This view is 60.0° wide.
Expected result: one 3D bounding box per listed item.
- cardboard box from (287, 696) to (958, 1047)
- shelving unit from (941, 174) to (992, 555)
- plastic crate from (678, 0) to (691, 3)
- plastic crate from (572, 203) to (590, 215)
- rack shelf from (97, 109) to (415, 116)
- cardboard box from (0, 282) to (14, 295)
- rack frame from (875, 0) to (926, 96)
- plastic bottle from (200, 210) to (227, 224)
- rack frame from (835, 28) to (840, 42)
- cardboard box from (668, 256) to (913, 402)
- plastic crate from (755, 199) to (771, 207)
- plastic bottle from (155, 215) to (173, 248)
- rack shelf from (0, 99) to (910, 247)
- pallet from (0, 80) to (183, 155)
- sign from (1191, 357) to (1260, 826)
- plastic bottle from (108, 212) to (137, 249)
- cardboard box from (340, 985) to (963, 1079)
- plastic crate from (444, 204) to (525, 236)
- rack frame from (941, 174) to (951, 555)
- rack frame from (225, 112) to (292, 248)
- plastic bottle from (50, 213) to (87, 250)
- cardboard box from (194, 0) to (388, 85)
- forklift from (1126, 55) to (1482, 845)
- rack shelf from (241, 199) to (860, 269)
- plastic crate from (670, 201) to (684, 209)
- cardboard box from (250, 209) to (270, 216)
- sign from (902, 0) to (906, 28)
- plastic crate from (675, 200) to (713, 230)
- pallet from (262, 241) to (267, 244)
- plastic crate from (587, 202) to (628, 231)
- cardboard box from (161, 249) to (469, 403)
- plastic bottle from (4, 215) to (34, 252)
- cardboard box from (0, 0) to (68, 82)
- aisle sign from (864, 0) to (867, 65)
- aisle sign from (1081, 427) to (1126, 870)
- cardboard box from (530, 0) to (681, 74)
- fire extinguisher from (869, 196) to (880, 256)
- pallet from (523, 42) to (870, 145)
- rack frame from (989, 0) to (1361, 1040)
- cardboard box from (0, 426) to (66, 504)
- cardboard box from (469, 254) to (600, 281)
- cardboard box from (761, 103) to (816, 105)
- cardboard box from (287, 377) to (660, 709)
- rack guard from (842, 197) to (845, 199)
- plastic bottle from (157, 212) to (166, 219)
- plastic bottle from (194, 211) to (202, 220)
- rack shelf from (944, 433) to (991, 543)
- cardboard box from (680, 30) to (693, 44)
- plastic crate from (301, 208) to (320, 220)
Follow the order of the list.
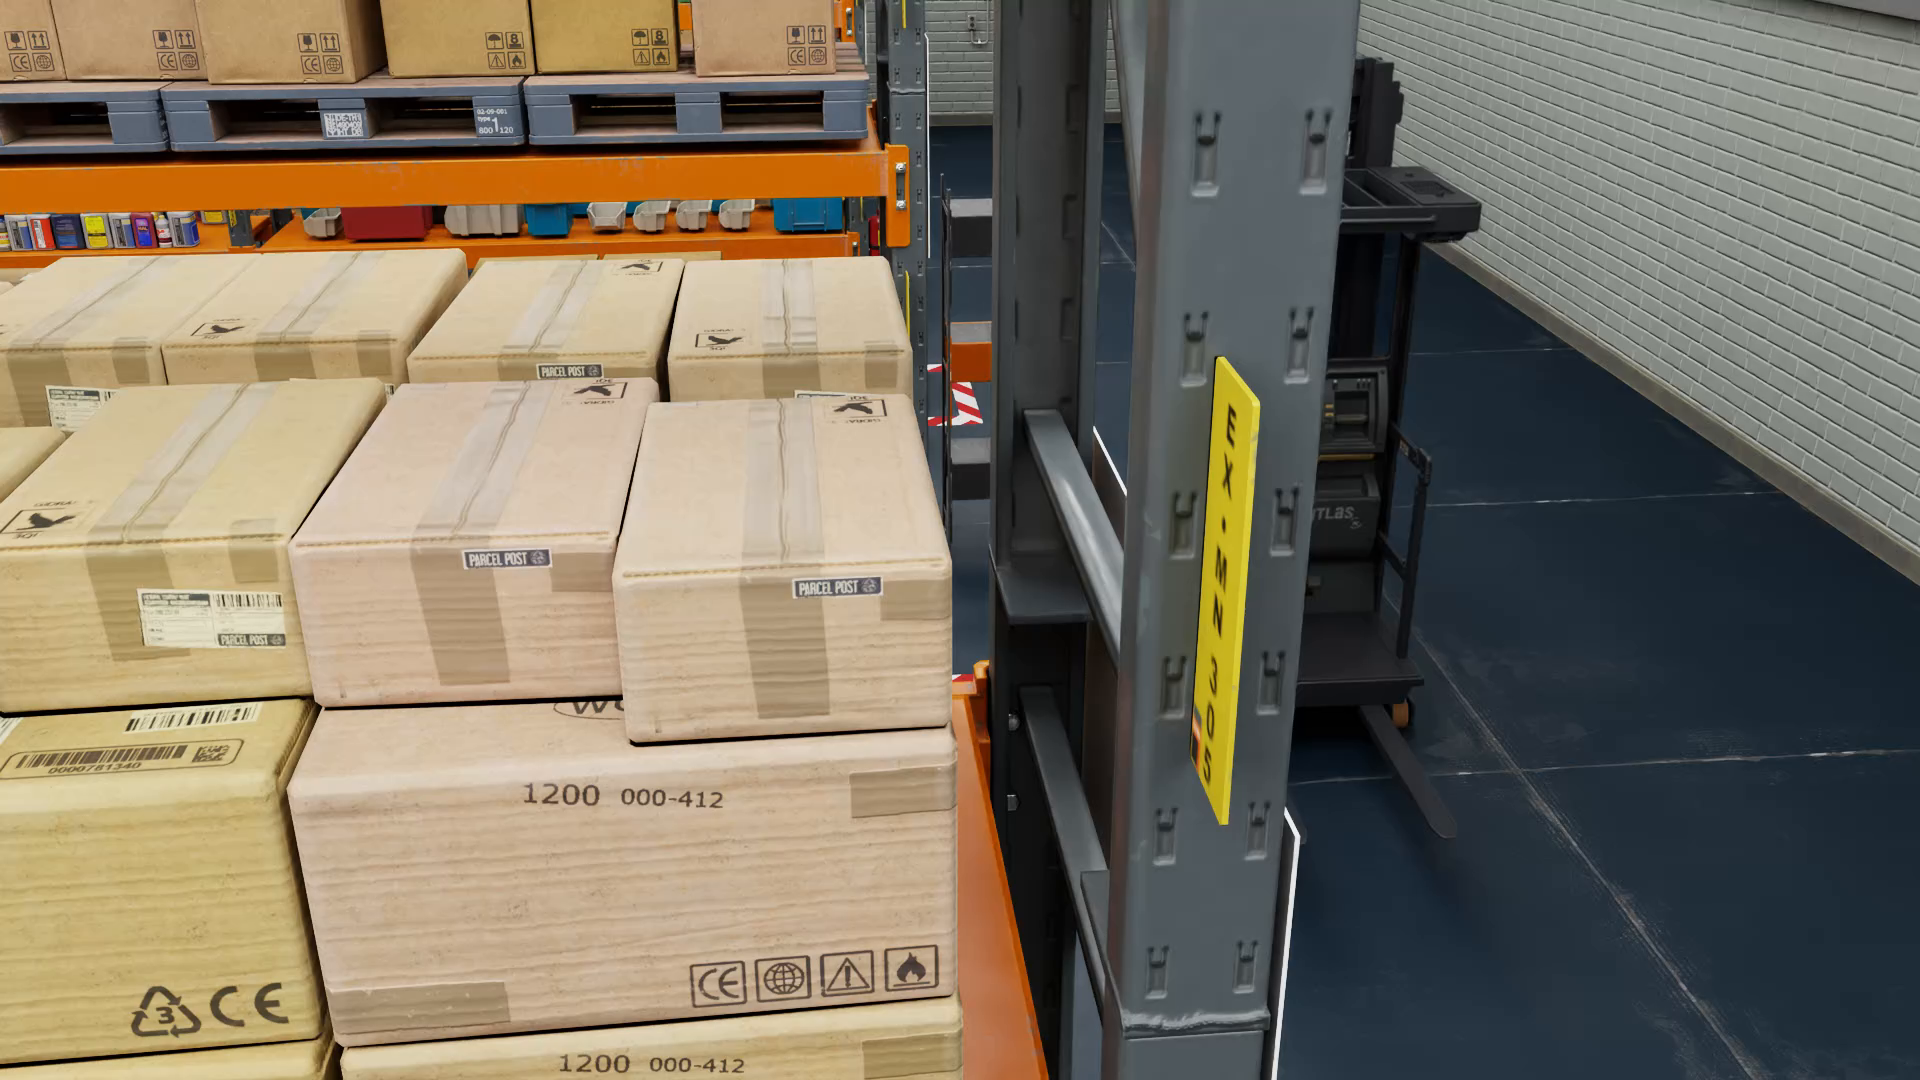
[{"bbox_3d":[-0.281,0.181,1.527,0.500,0.250,0.500,-3,24,-7],"label":"cardboard box"},{"bbox_3d":[0.165,-0.966,9.338,0.503,2.100,0.431,-2,24,-5],"label":"shelving unit"},{"bbox_3d":[-1.675,-3.540,10.589,0.336,0.188,0.450,-2,24,-5],"label":"plastic crate"},{"bbox_3d":[-2.609,-2.430,11.657,0.300,0.233,0.416,-2,24,-5],"label":"plastic crate"},{"bbox_3d":[-7.176,-3.855,15.615,4.000,0.370,1.077,-2,24,-5],"label":"rack shelf"},{"bbox_3d":[-1.213,-0.155,1.792,0.250,0.149,0.380,-2,24,-4],"label":"cardboard box"},{"bbox_3d":[-0.235,-3.160,5.781,0.127,3.000,1.000,-2,24,-5],"label":"rack frame"},{"bbox_3d":[-5.125,-2.354,11.414,0.185,0.351,0.144,-2,24,-5],"label":"plastic bottle"},{"bbox_3d":[-1.205,-4.423,16.008,0.127,3.000,1.000,-2,24,-5],"label":"rack frame"},{"bbox_3d":[-0.193,-0.202,1.897,0.250,0.149,0.380,-2,24,-6],"label":"cardboard box"},{"bbox_3d":[-1.327,-2.472,11.869,0.298,0.136,0.250,-2,24,-5],"label":"plastic crate"},{"bbox_3d":[-5.175,-2.008,10.820,0.097,0.201,0.097,0,24,0],"label":"plastic bottle"},{"bbox_3d":[-2.225,-1.381,6.357,4.000,0.370,1.077,-2,24,-5],"label":"rack shelf"},{"bbox_3d":[-3.400,-1.618,6.113,1.213,0.211,1.003,-2,24,-5],"label":"pallet"},{"bbox_3d":[0.187,0.040,1.184,0.005,0.325,0.100,-2,24,-5],"label":"sign"},{"bbox_3d":[-5.426,-2.044,10.807,0.135,0.276,0.152,-2,24,-5],"label":"plastic bottle"},{"bbox_3d":[-0.275,0.413,1.620,0.500,0.250,0.500,-3,24,-6],"label":"cardboard box"},{"bbox_3d":[-3.165,-2.221,11.126,0.530,0.282,0.437,-2,24,-5],"label":"plastic crate"},{"bbox_3d":[-0.078,-0.956,9.316,0.015,2.100,0.400,-2,24,-5],"label":"rack frame"},{"bbox_3d":[-4.702,-2.261,11.144,0.127,3.000,1.000,-2,24,-5],"label":"rack frame"},{"bbox_3d":[-5.769,-2.062,10.757,0.185,0.351,0.144,-2,24,-5],"label":"plastic bottle"},{"bbox_3d":[-2.373,-1.952,5.992,0.500,0.500,0.700,-1,24,-3],"label":"cardboard box"},{"bbox_3d":[1.517,-0.566,7.414,1.130,2.935,3.031,-2,24,-4],"label":"forklift"},{"bbox_3d":[-2.712,-2.012,11.470,4.000,0.370,1.077,-2,24,-5],"label":"rack shelf"},{"bbox_3d":[-2.002,-2.445,11.808,0.298,0.136,0.250,-2,24,-5],"label":"plastic crate"},{"bbox_3d":[-6.640,-3.151,15.681,0.500,0.500,0.500,-2,24,-4],"label":"cardboard box"},{"bbox_3d":[-0.195,-1.938,5.732,0.005,0.325,0.100,-2,24,-5],"label":"sign"},{"bbox_3d":[-1.805,-2.216,11.294,0.243,0.136,0.396,-2,24,-5],"label":"plastic crate"},{"bbox_3d":[-5.991,-2.941,16.108,1.213,0.211,1.003,-2,24,-5],"label":"pallet"},{"bbox_3d":[-2.373,-2.176,11.203,0.250,0.136,0.298,-2,24,-5],"label":"plastic crate"},{"bbox_3d":[-0.725,-0.218,1.932,0.250,0.149,0.380,-2,24,-5],"label":"cardboard box"},{"bbox_3d":[-6.062,-2.018,10.750,0.135,0.276,0.152,-2,24,-5],"label":"plastic bottle"},{"bbox_3d":[-3.443,-1.969,6.030,0.500,0.500,0.700,-4,24,-8],"label":"cardboard box"},{"bbox_3d":[-0.621,-3.493,10.716,0.004,0.787,0.394,-2,24,-5],"label":"aisle sign"},{"bbox_3d":[0.195,0.278,2.231,0.004,0.787,0.394,-2,24,-5],"label":"aisle sign"},{"bbox_3d":[-1.319,-2.057,6.228,0.500,0.500,0.700,-3,24,-7],"label":"cardboard box"},{"bbox_3d":[-0.527,-2.037,11.195,0.183,0.674,0.296,-2,24,-5],"label":"fire extinguisher"},{"bbox_3d":[-0.972,-1.715,6.332,1.213,0.211,1.003,-2,24,-5],"label":"pallet"},{"bbox_3d":[0.152,-1.151,1.261,0.127,3.000,1.000,-2,24,-5],"label":"rack frame"},{"bbox_3d":[-0.912,0.044,1.342,0.250,0.149,0.380,-2,24,-4],"label":"cardboard box"},{"bbox_3d":[-1.752,-0.876,6.923,0.500,0.500,0.500,-3,24,-7],"label":"cardboard box"},{"bbox_3d":[-1.624,-4.341,15.700,0.500,0.500,0.500,-2,24,-4],"label":"cardboard box"},{"bbox_3d":[-0.403,-0.012,1.469,0.250,0.149,0.380,-2,24,-4],"label":"cardboard box"},{"bbox_3d":[-1.280,-3.278,16.509,0.348,0.500,1.175,-2,24,-5],"label":"rack guard"},{"bbox_3d":[-5.565,-2.325,11.441,0.135,0.276,0.152,-2,24,-5],"label":"plastic bottle"},{"bbox_3d":[-5.242,-2.360,11.511,0.133,0.283,0.061,-2,24,-5],"label":"plastic bottle"},{"bbox_3d":[0.165,-0.314,9.628,0.480,0.518,0.431,-2,24,-5],"label":"rack shelf"},{"bbox_3d":[-2.639,-4.754,15.398,0.500,0.500,0.500,-2,24,-4],"label":"cardboard box"},{"bbox_3d":[-4.271,-2.438,11.487,0.575,0.384,0.392,-2,24,-5],"label":"plastic crate"}]
